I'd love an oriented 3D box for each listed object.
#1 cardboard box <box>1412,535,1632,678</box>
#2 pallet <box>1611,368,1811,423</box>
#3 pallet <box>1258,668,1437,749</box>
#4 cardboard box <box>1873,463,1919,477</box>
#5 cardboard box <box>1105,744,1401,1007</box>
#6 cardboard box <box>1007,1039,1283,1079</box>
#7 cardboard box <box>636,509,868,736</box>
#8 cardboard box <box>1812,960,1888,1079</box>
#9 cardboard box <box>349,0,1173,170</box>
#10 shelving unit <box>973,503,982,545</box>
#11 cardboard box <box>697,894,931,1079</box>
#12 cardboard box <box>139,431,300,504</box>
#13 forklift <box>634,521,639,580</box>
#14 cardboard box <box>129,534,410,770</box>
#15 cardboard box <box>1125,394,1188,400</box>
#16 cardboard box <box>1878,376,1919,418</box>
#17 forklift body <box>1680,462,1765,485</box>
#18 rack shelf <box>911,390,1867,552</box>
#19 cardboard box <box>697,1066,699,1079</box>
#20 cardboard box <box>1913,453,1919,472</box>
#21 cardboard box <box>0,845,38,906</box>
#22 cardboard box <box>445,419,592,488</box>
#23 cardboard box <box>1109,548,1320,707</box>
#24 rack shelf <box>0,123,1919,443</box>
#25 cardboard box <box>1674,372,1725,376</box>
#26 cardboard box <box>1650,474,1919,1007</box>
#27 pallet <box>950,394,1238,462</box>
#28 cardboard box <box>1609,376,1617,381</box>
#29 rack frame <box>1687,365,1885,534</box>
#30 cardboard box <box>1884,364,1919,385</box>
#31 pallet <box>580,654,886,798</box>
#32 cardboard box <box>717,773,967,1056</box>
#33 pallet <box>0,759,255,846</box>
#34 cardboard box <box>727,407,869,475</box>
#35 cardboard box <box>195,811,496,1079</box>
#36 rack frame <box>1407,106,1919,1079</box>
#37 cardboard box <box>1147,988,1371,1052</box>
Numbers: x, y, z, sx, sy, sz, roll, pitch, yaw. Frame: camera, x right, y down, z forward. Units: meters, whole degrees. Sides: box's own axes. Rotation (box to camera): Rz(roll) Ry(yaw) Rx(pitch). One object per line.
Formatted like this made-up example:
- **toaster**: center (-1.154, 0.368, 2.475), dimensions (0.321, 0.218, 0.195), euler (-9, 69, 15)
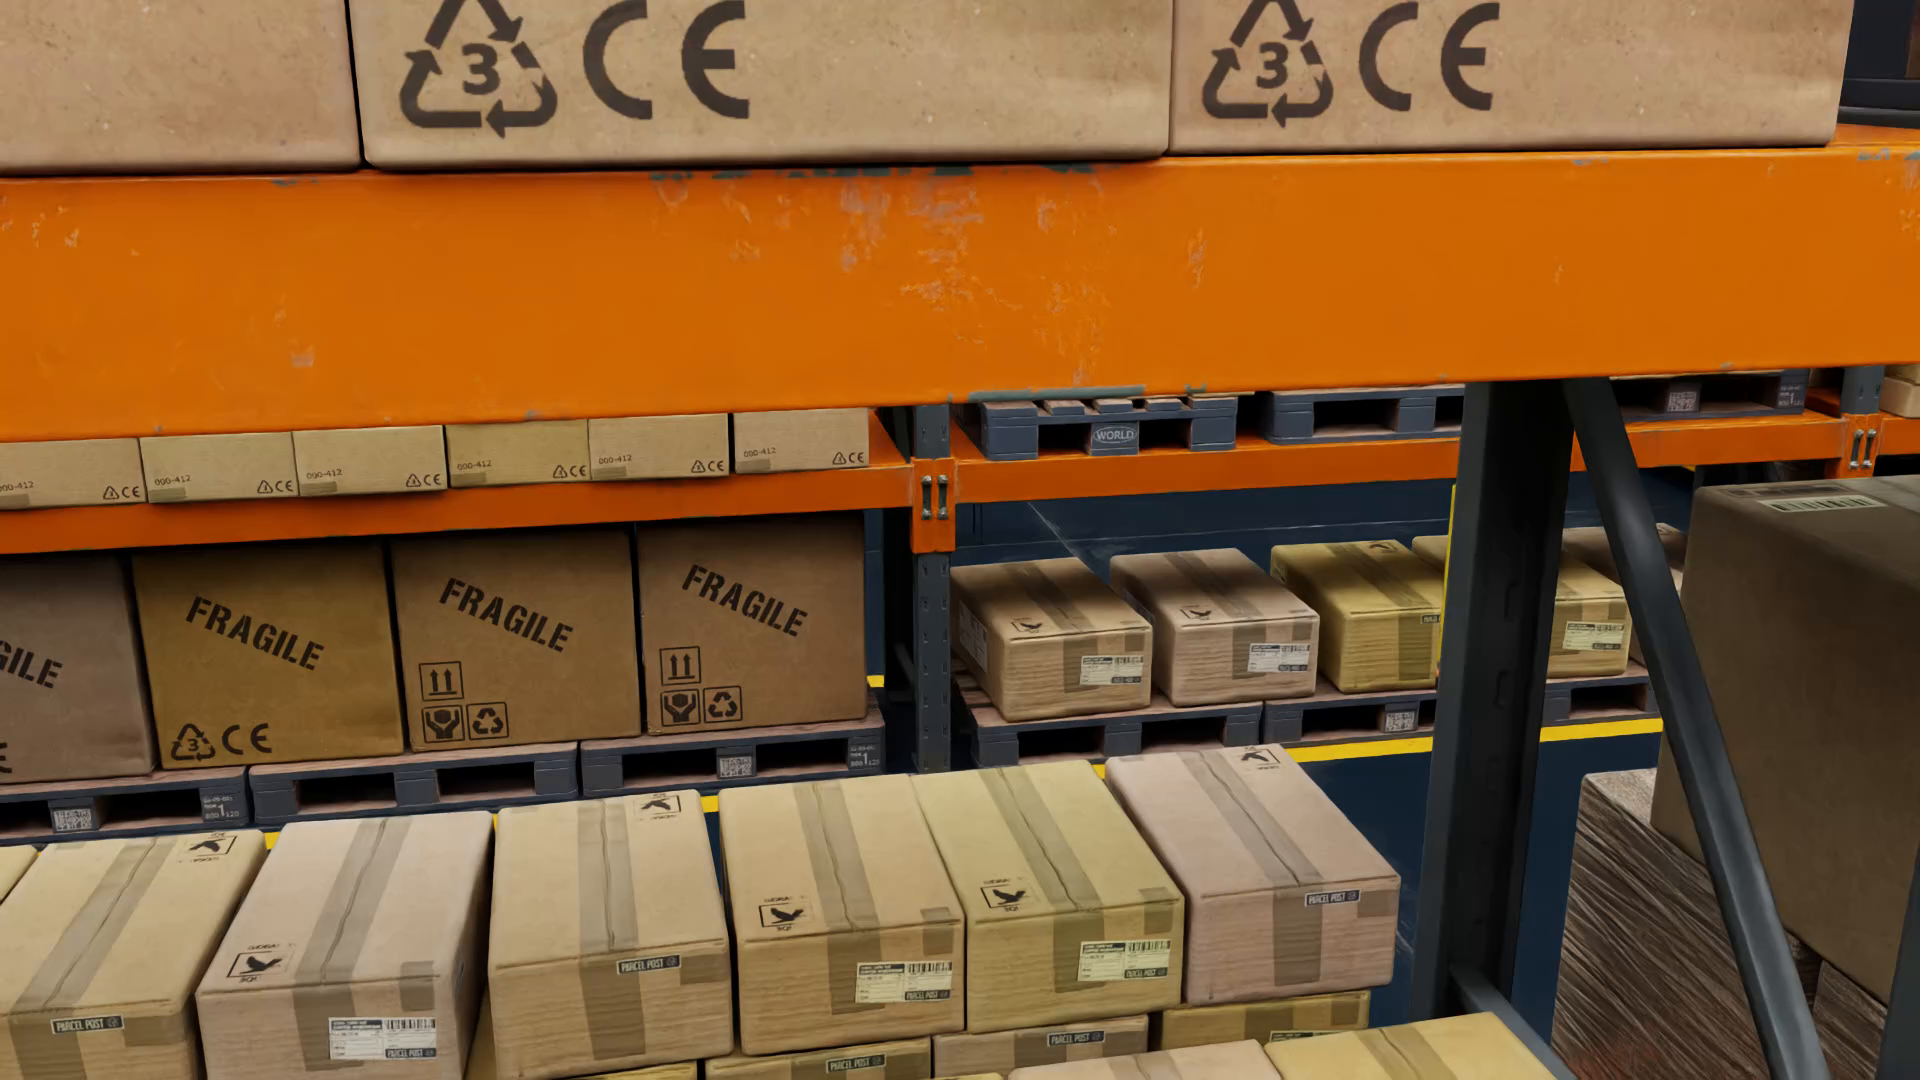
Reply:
- **cardboard box**: center (2.514, 0.283, 7.541), dimensions (0.625, 0.372, 0.950), euler (-2, 17, -7)
- **pallet**: center (2.956, -0.751, 7.474), dimensions (1.213, 0.211, 1.003), euler (-3, 17, -10)
- **pallet**: center (1.769, 0.603, 7.491), dimensions (1.213, 0.211, 1.003), euler (-3, 17, -10)
- **cardboard box**: center (4.364, -0.043, 7.534), dimensions (0.500, 0.500, 0.500), euler (-2, 17, -8)
- **cardboard box**: center (0.350, 0.406, 2.080), dimensions (0.250, 0.149, 0.380), euler (-3, 17, -10)
- **cardboard box**: center (0.204, 0.609, 1.421), dimensions (0.250, 0.149, 0.380), euler (-3, 17, -11)
- **cardboard box**: center (-0.887, 0.209, 6.926), dimensions (0.875, 0.875, 0.875), euler (-3, 17, -11)
- **cardboard box**: center (1.337, 0.806, 1.909), dimensions (0.500, 0.500, 0.500), euler (-3, 17, -10)
- **cardboard box**: center (-0.156, -0.544, 1.195), dimensions (0.500, 0.500, 0.500), euler (-3, 17, -10)
- **shelving unit**: center (0.014, -0.574, 9.638), dimensions (0.189, 1.200, 0.258), euler (-3, 17, -10)
- **cardboard box**: center (-0.195, 0.579, 2.025), dimensions (0.250, 0.149, 0.380), euler (-4, 17, -12)
- **cardboard box**: center (-2.625, -0.328, 6.025), dimensions (0.500, 0.250, 0.500), euler (-3, 17, -11)
- **forklift**: center (-2.785, -1.216, 8.777), dimensions (3.031, 2.935, 1.130), euler (-4, 17, -12)
- **cardboard box**: center (-2.642, 0.307, 6.606), dimensions (0.875, 0.875, 0.875), euler (-3, 17, -9)
- **cardboard box**: center (0.722, -0.674, 6.609), dimensions (0.250, 0.149, 0.380), euler (-4, 18, -14)
- **cardboard box**: center (4.104, -0.648, 7.241), dimensions (0.250, 0.149, 0.380), euler (-3, 17, -11)
- **forklift body**: center (5.200, -1.459, 10.900), dimensions (1.214, 2.155, 2.313), euler (-3, 17, -10)
- **rack shelf**: center (1.770, -0.388, 7.191), dimensions (4.000, 0.370, 1.077), euler (-3, 17, -10)
- **cardboard box**: center (-0.426, 0.733, 2.030), dimensions (0.250, 0.149, 0.380), euler (-2, 17, -8)
- **cardboard box**: center (4.499, -0.343, 7.405), dimensions (0.250, 0.149, 0.380), euler (-3, 17, -10)
- **cardboard box**: center (-1.181, 0.492, 1.800), dimensions (0.250, 0.149, 0.380), euler (-3, 17, -11)
- **cardboard box**: center (-1.637, -0.389, 6.226), dimensions (0.500, 0.250, 0.500), euler (-3, 17, -11)
- **cardboard box**: center (1.086, 0.363, 7.281), dimensions (0.625, 0.372, 0.950), euler (-4, 17, -12)
- **rack shelf**: center (-1.119, -0.178, 1.398), dimensions (4.000, 0.370, 1.077), euler (-3, 17, -10)
- **cardboard box**: center (3.019, -0.806, 7.040), dimensions (0.250, 0.149, 0.380), euler (-4, 17, -12)
- **cardboard box**: center (1.288, 0.253, 2.006), dimensions (0.500, 0.500, 0.700), euler (-3, 17, -11)
- **pallet**: center (0.486, -0.599, 6.980), dimensions (1.003, 0.211, 1.213), euler (-3, 17, -10)
- **cardboard box**: center (2.523, -0.766, 6.910), dimensions (0.250, 0.149, 0.380), euler (-3, 17, -10)
- **rack frame**: center (3.734, -0.843, 7.448), dimensions (0.127, 3.000, 1.000), euler (-3, 17, -10)
- **cardboard box**: center (4.219, -0.977, 7.208), dimensions (0.500, 0.500, 0.500), euler (-3, 17, -11)
- **pallet**: center (-0.982, 0.735, 7.060), dimensions (1.213, 0.211, 1.003), euler (-3, 17, -10)
- **cardboard box**: center (-0.151, 0.434, 1.990), dimensions (0.250, 0.149, 0.380), euler (-3, 17, -11)
- **pallet**: center (-3.378, 0.871, 6.618), dimensions (1.213, 0.211, 1.003), euler (-3, 17, -10)
- **cardboard box**: center (-0.641, -0.446, 6.409), dimensions (0.500, 0.250, 0.500), euler (-4, 17, -12)
- **cardboard box**: center (-0.676, 0.464, 1.891), dimensions (0.250, 0.149, 0.380), euler (-2, 17, -8)
- **rack frame**: center (0.845, 0.802, 2.092), dimensions (0.053, 2.616, 0.949), euler (-3, 17, -10)
- **cardboard box**: center (0.332, 0.547, 2.128), dimensions (0.250, 0.149, 0.380), euler (-2, 17, -8)
